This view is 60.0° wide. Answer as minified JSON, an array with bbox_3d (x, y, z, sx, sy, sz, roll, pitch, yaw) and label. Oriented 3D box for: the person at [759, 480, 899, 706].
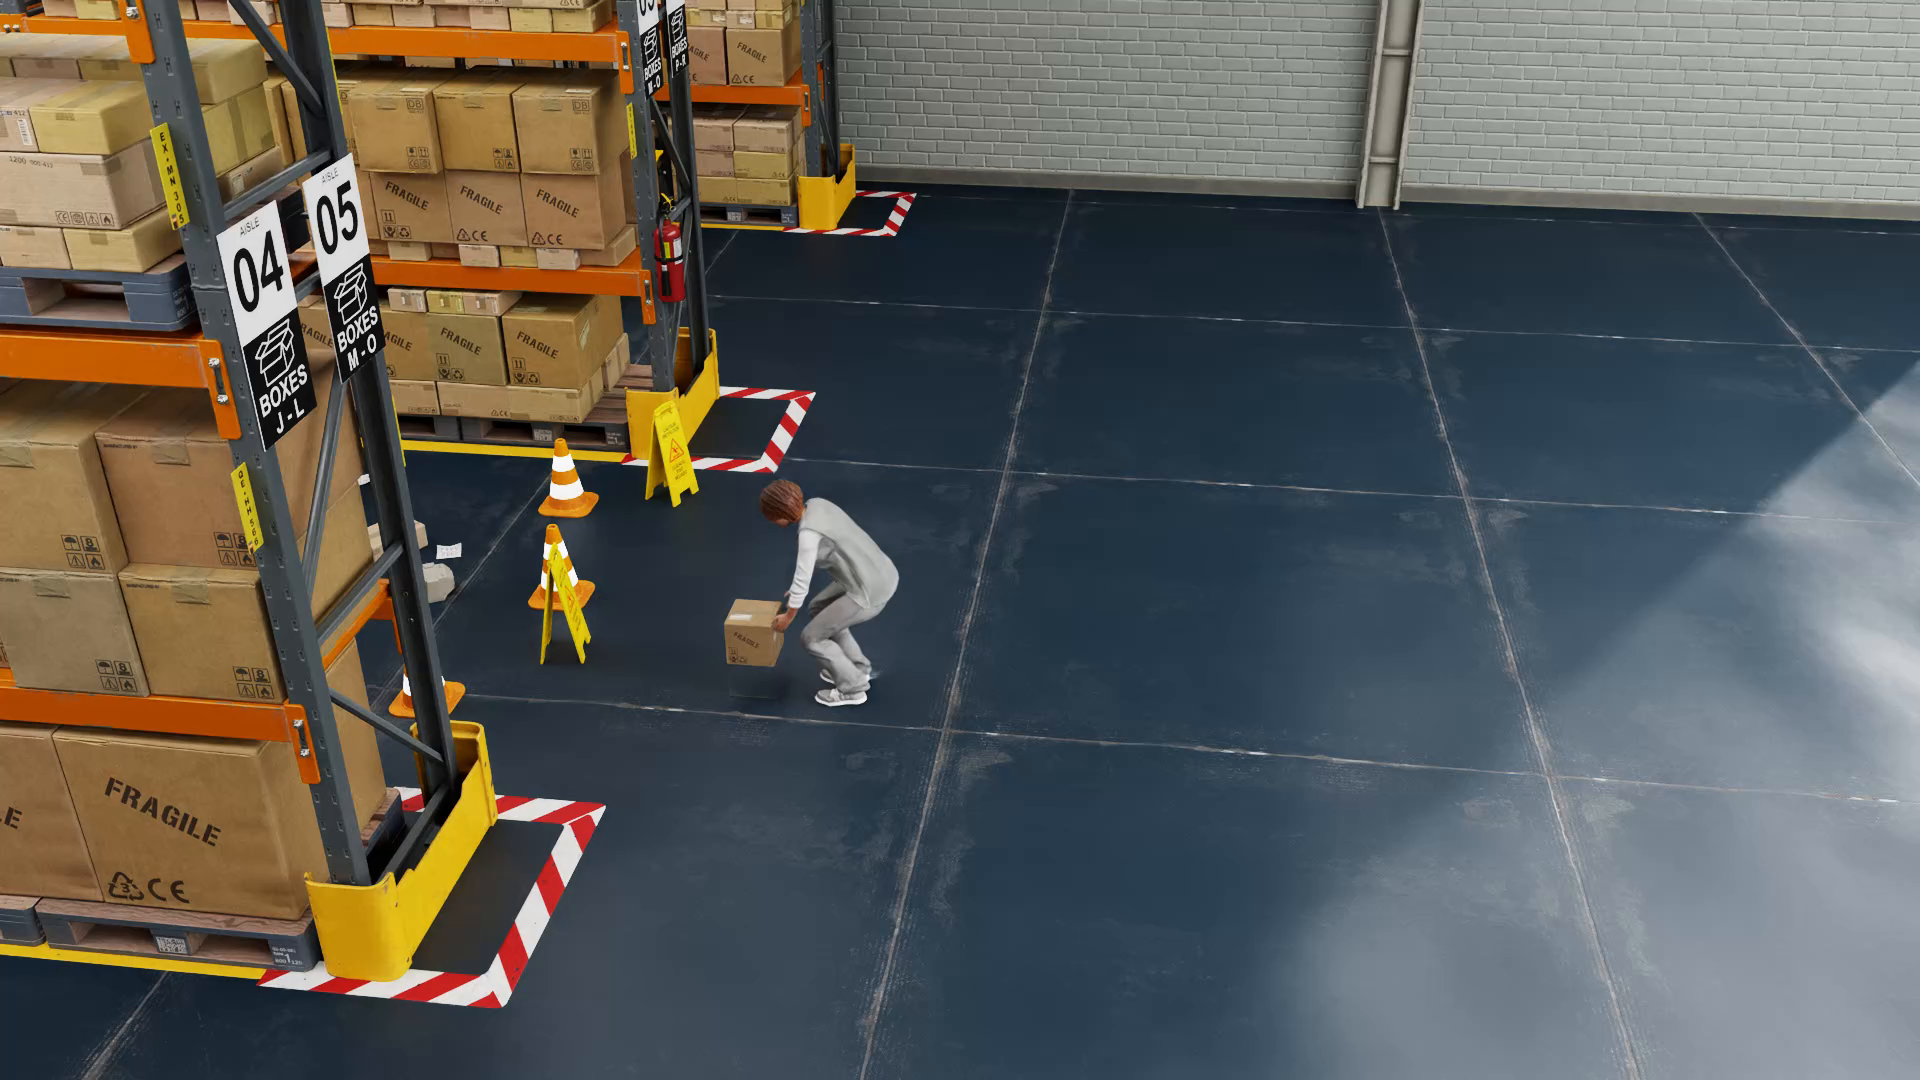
[{"bbox_3d":[-0.659,0.280,8.513,0.685,1.230,0.463,3,29,6],"label":"person"}]
